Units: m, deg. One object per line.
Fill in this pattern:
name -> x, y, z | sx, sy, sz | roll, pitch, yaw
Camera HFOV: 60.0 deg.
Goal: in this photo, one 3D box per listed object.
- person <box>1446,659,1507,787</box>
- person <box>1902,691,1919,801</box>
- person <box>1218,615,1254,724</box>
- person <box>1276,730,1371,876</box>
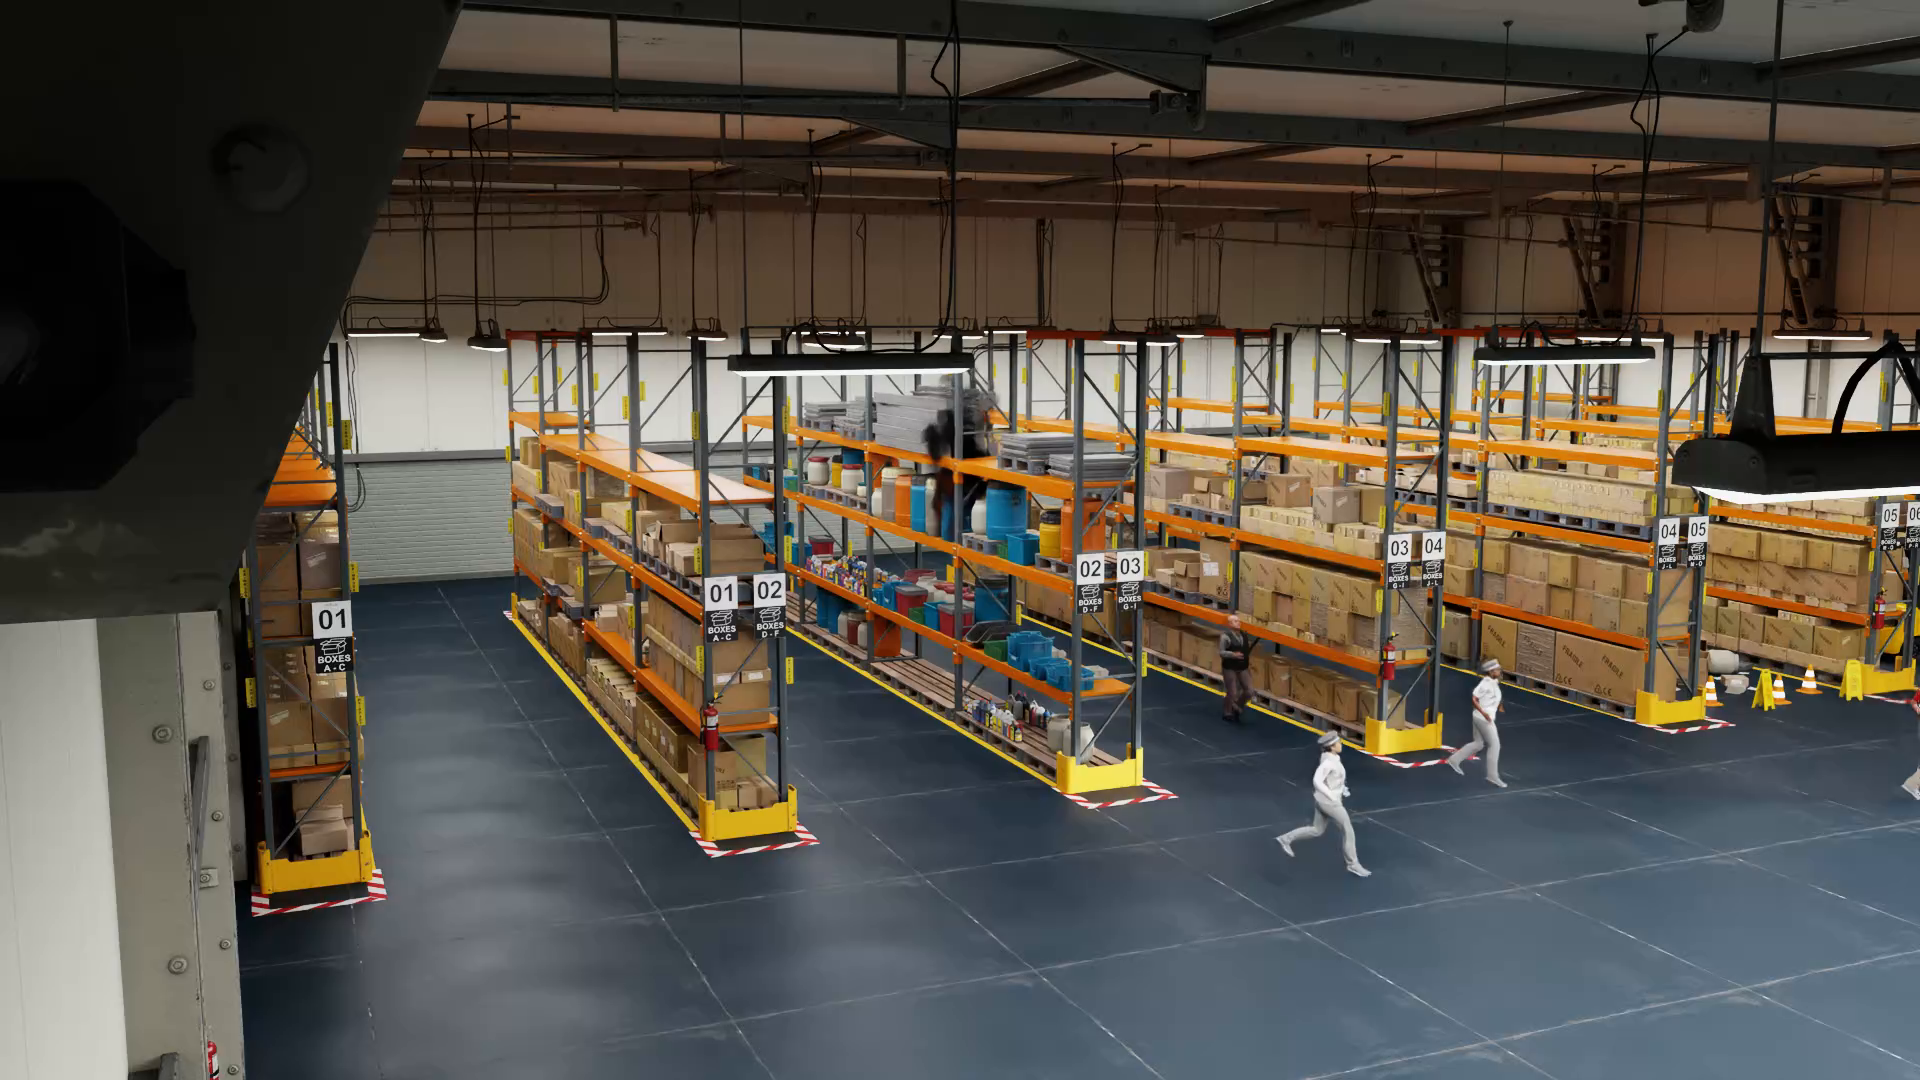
person -> 7.042, 2.445, 22.570 | 0.807, 1.729, 0.581 | 3, 8, 20
person -> 12.668, 2.540, 21.470 | 0.924, 1.724, 0.664 | 1, 8, 7
person -> 4.282, 2.014, 25.619 | 0.642, 1.717, 0.647 | -4, 9, -25
person -> 4.144, 2.972, 18.811 | 1.050, 1.698, 0.586 | 0, 8, -2
